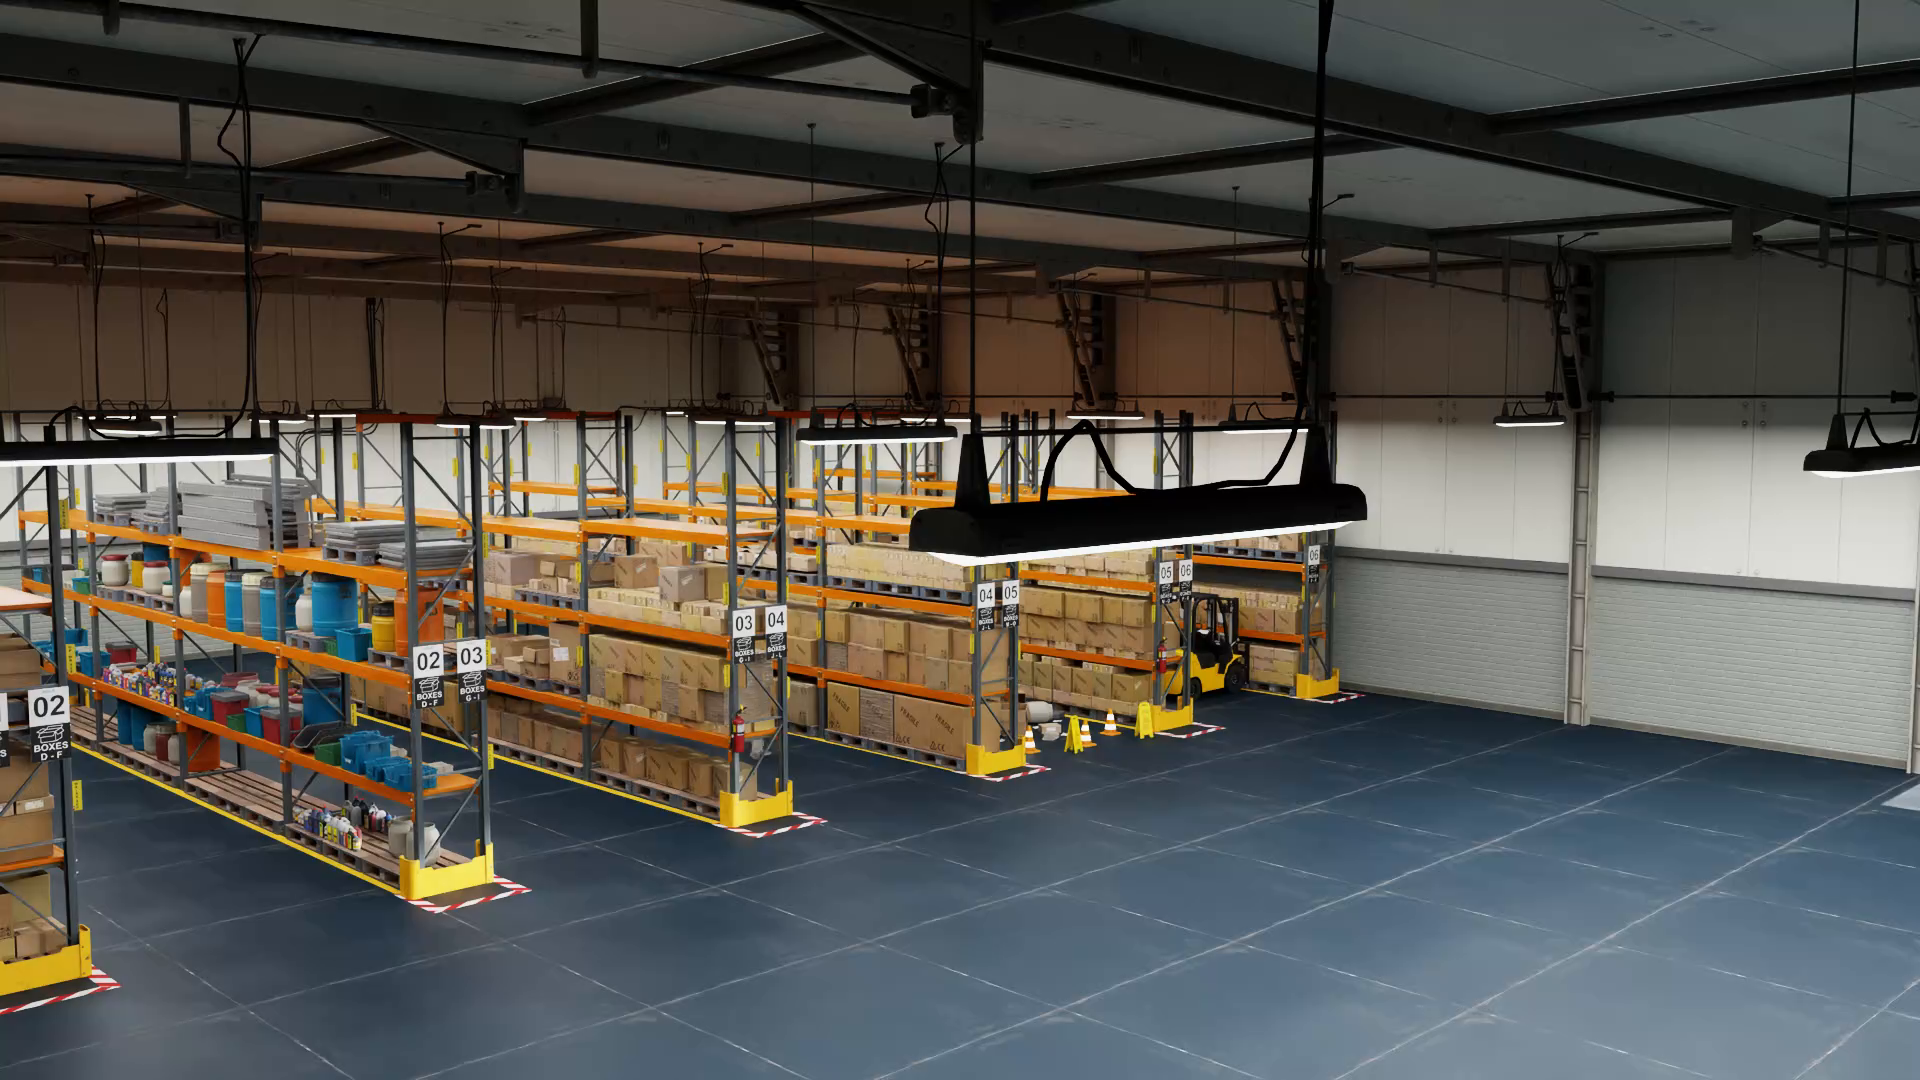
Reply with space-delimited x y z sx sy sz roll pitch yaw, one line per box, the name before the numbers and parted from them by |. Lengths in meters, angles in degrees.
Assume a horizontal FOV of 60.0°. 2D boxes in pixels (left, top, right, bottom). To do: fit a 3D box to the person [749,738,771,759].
person | -3.536 2.974 29.221 0.423 1.861 0.599 0 5 -5
